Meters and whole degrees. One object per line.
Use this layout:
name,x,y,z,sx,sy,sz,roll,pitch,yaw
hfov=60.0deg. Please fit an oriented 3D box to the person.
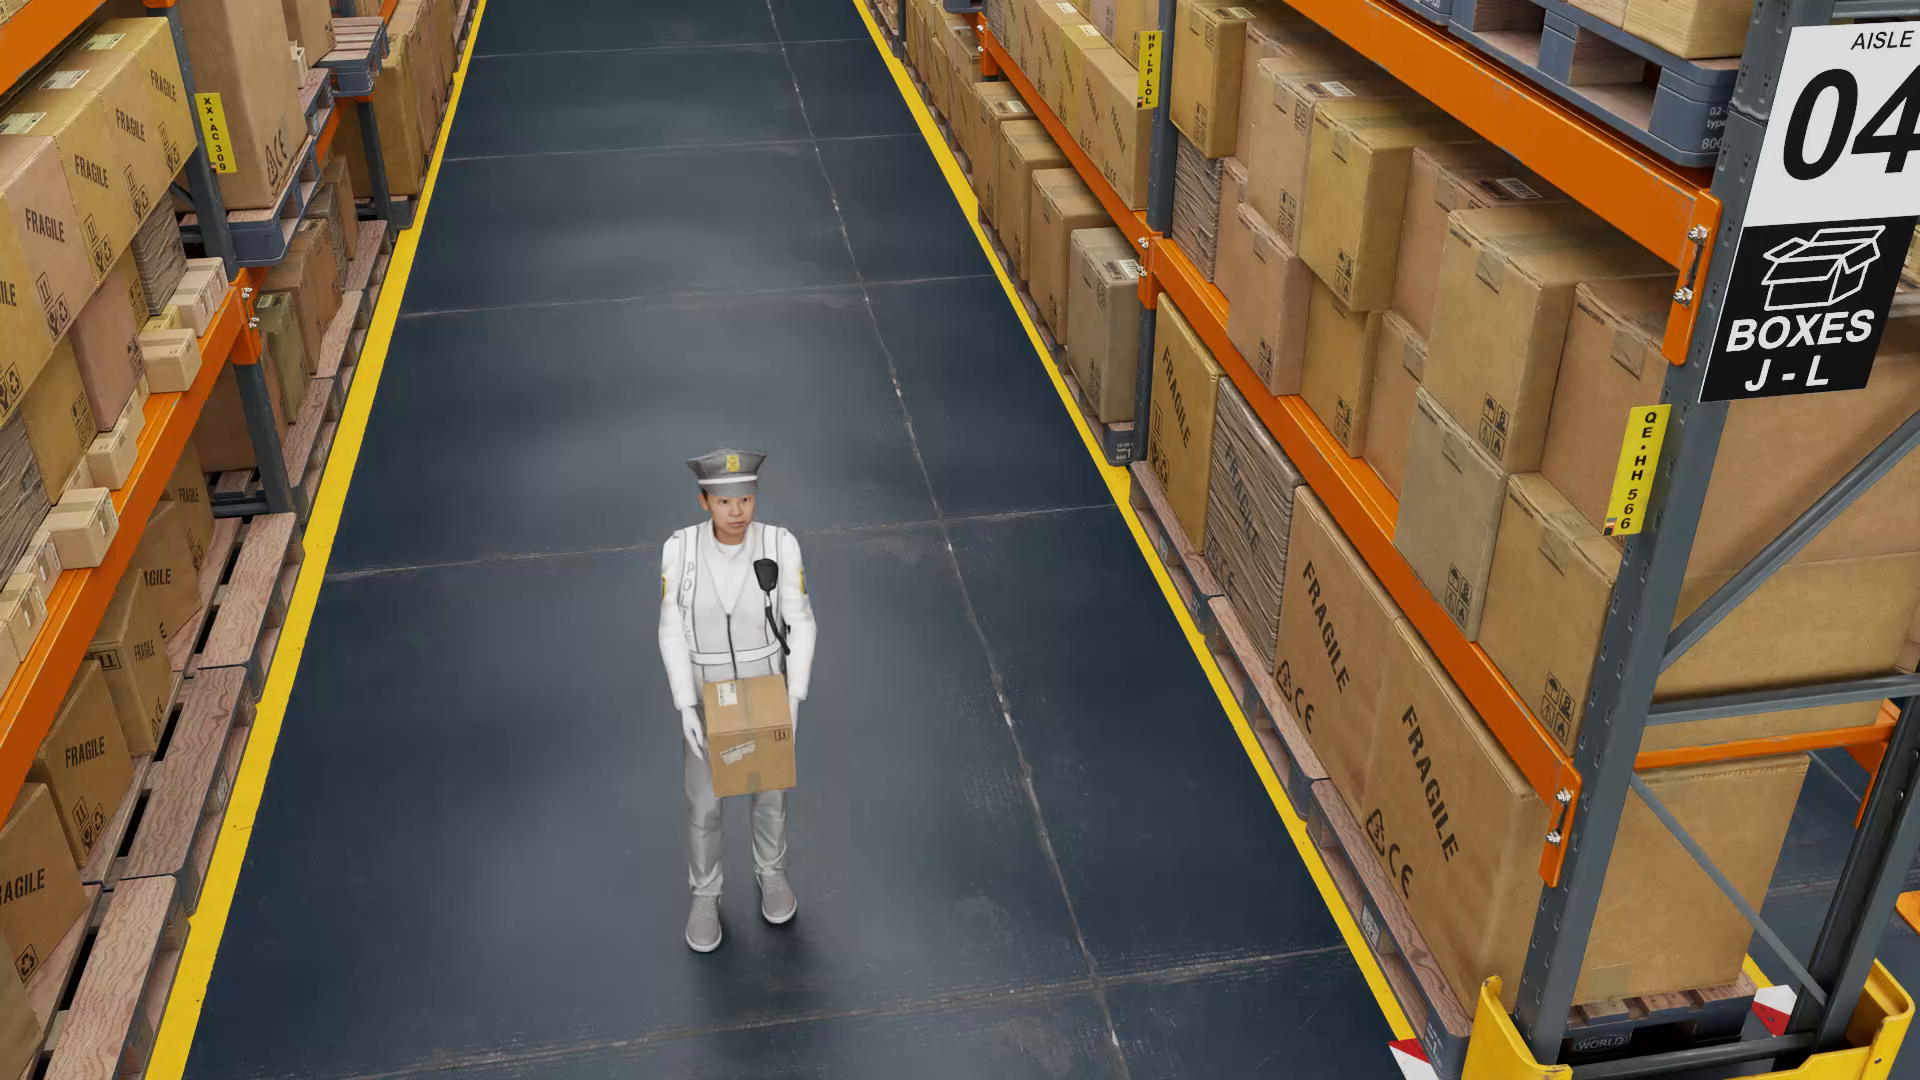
person,-0.690,0.496,5.264,0.503,1.700,0.505,-5,31,-8
